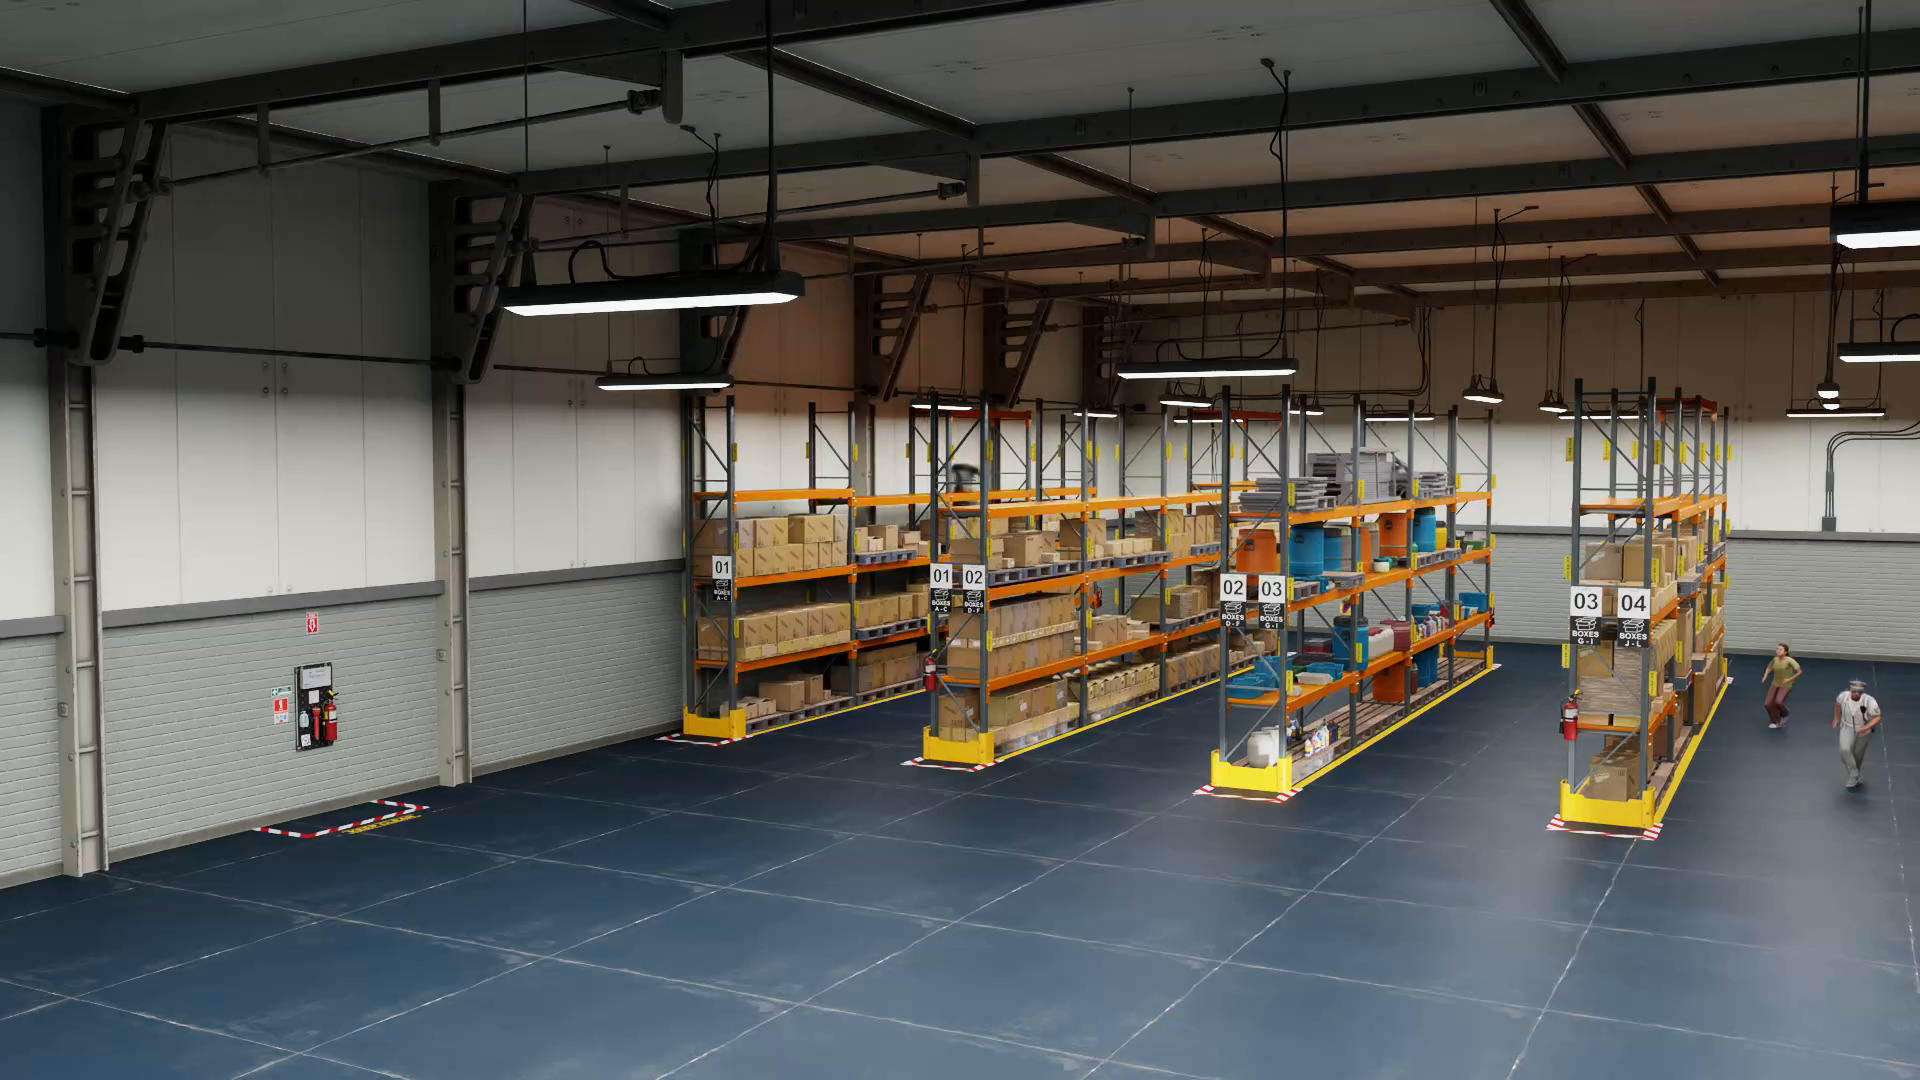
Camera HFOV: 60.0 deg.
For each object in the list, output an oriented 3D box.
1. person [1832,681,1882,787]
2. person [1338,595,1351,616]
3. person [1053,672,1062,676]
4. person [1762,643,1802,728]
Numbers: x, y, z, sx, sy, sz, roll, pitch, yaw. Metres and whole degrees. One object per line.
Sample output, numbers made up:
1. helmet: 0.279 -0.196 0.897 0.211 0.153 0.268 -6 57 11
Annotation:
1. person: 13.540 2.874 25.092 0.673 1.602 1.047 2 4 34
2. person: 9.060 2.094 38.948 0.720 1.719 0.634 3 4 42
3. person: 2.062 2.328 35.021 0.640 1.593 0.518 3 4 42
4. person: 14.853 2.648 30.060 0.541 1.580 0.654 -2 4 -36
